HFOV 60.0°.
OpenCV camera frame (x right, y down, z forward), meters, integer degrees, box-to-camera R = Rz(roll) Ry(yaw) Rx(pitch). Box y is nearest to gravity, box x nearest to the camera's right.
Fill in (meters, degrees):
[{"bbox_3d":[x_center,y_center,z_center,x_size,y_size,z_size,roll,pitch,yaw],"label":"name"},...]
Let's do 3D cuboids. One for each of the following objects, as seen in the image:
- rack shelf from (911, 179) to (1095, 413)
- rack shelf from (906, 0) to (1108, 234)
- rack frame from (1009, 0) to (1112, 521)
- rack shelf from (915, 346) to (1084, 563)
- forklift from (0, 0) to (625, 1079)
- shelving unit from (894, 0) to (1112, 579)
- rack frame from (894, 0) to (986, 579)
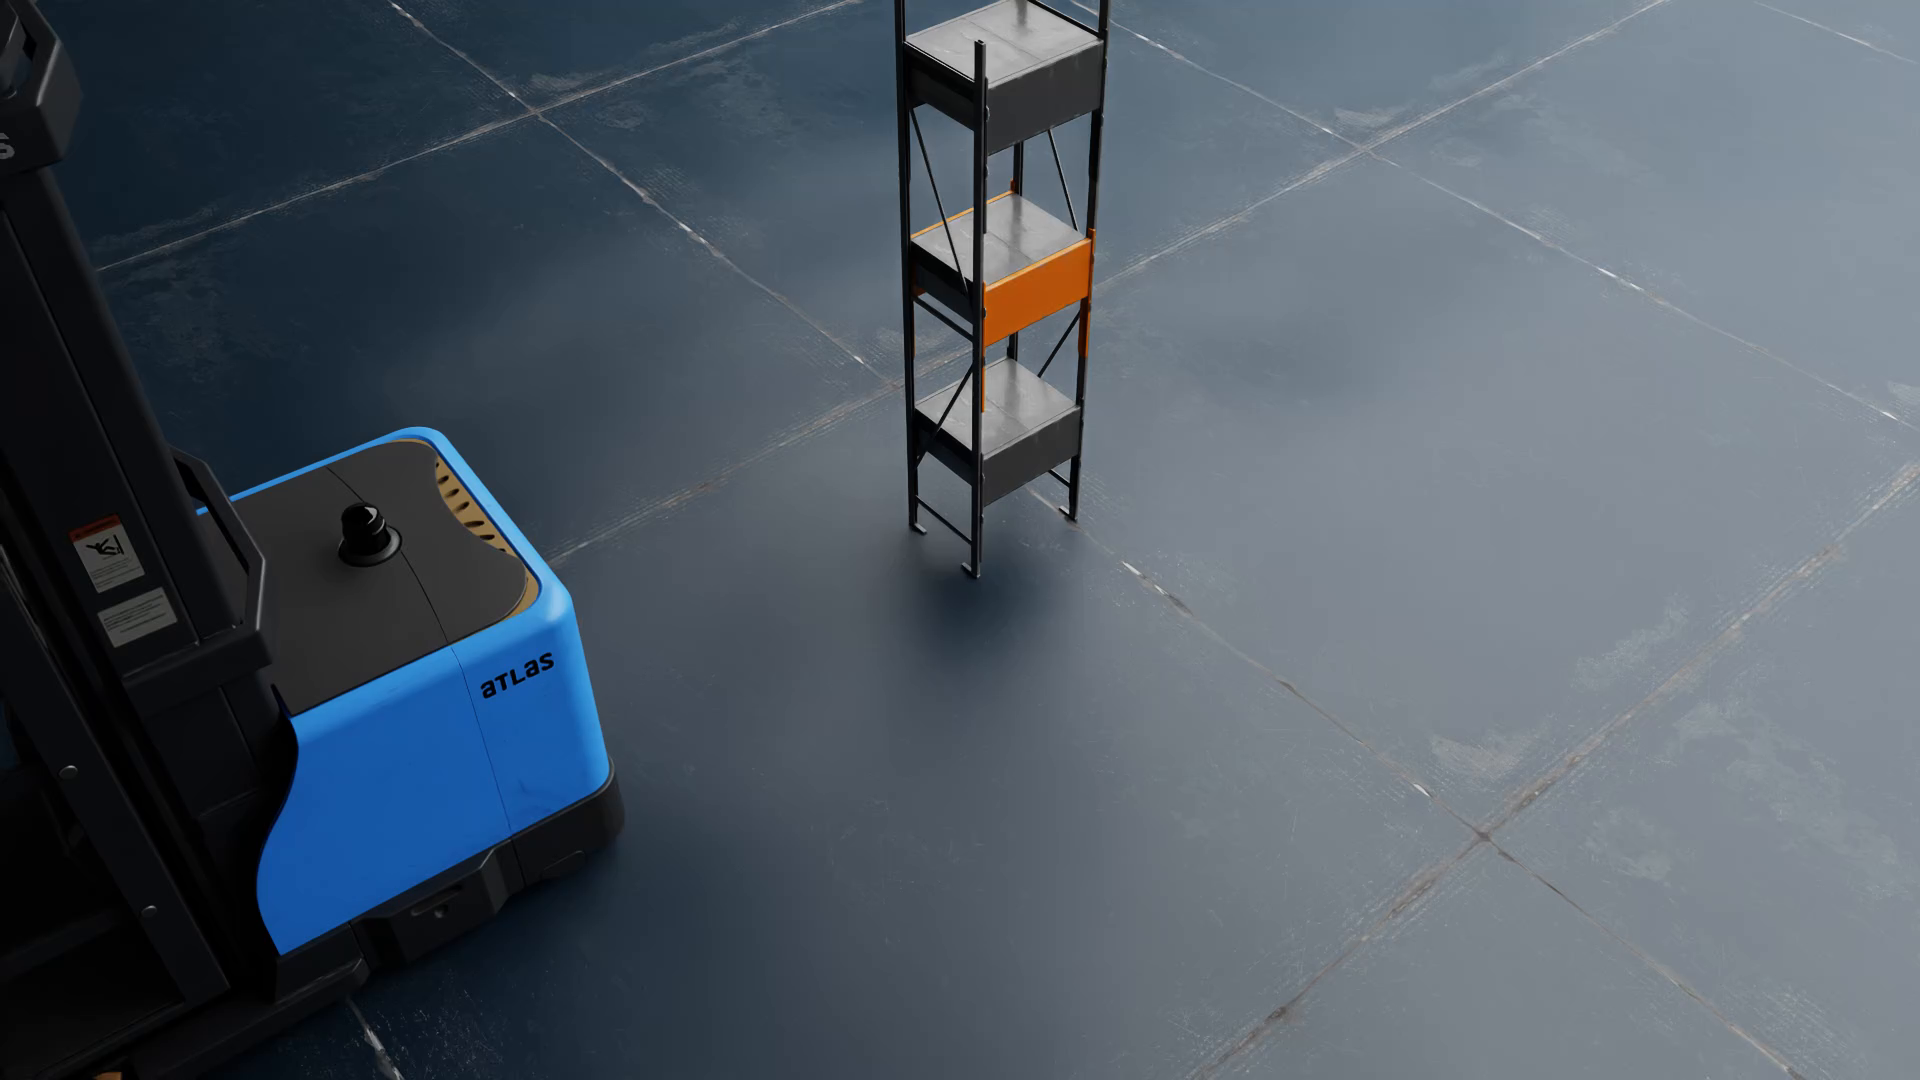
[{"bbox_3d":[0.127,-0.828,5.618,0.480,0.518,0.431,-30,51,-28],"label":"rack shelf"},{"bbox_3d":[0.127,-1.338,5.139,0.480,0.518,0.431,-30,51,-28],"label":"rack shelf"},{"bbox_3d":[0.314,-0.945,5.723,0.015,2.100,0.400,-30,51,-28],"label":"rack frame"},{"bbox_3d":[0.127,-0.318,6.097,0.480,0.518,0.431,-30,51,-28],"label":"rack shelf"},{"bbox_3d":[-2.538,0.206,3.890,3.031,2.935,1.130,-27,49,-26],"label":"forklift"},{"bbox_3d":[0.127,-0.838,5.609,0.503,2.100,0.431,-30,51,-28],"label":"shelving unit"},{"bbox_3d":[-0.060,-0.731,5.494,0.015,2.100,0.400,-30,51,-28],"label":"rack frame"}]
